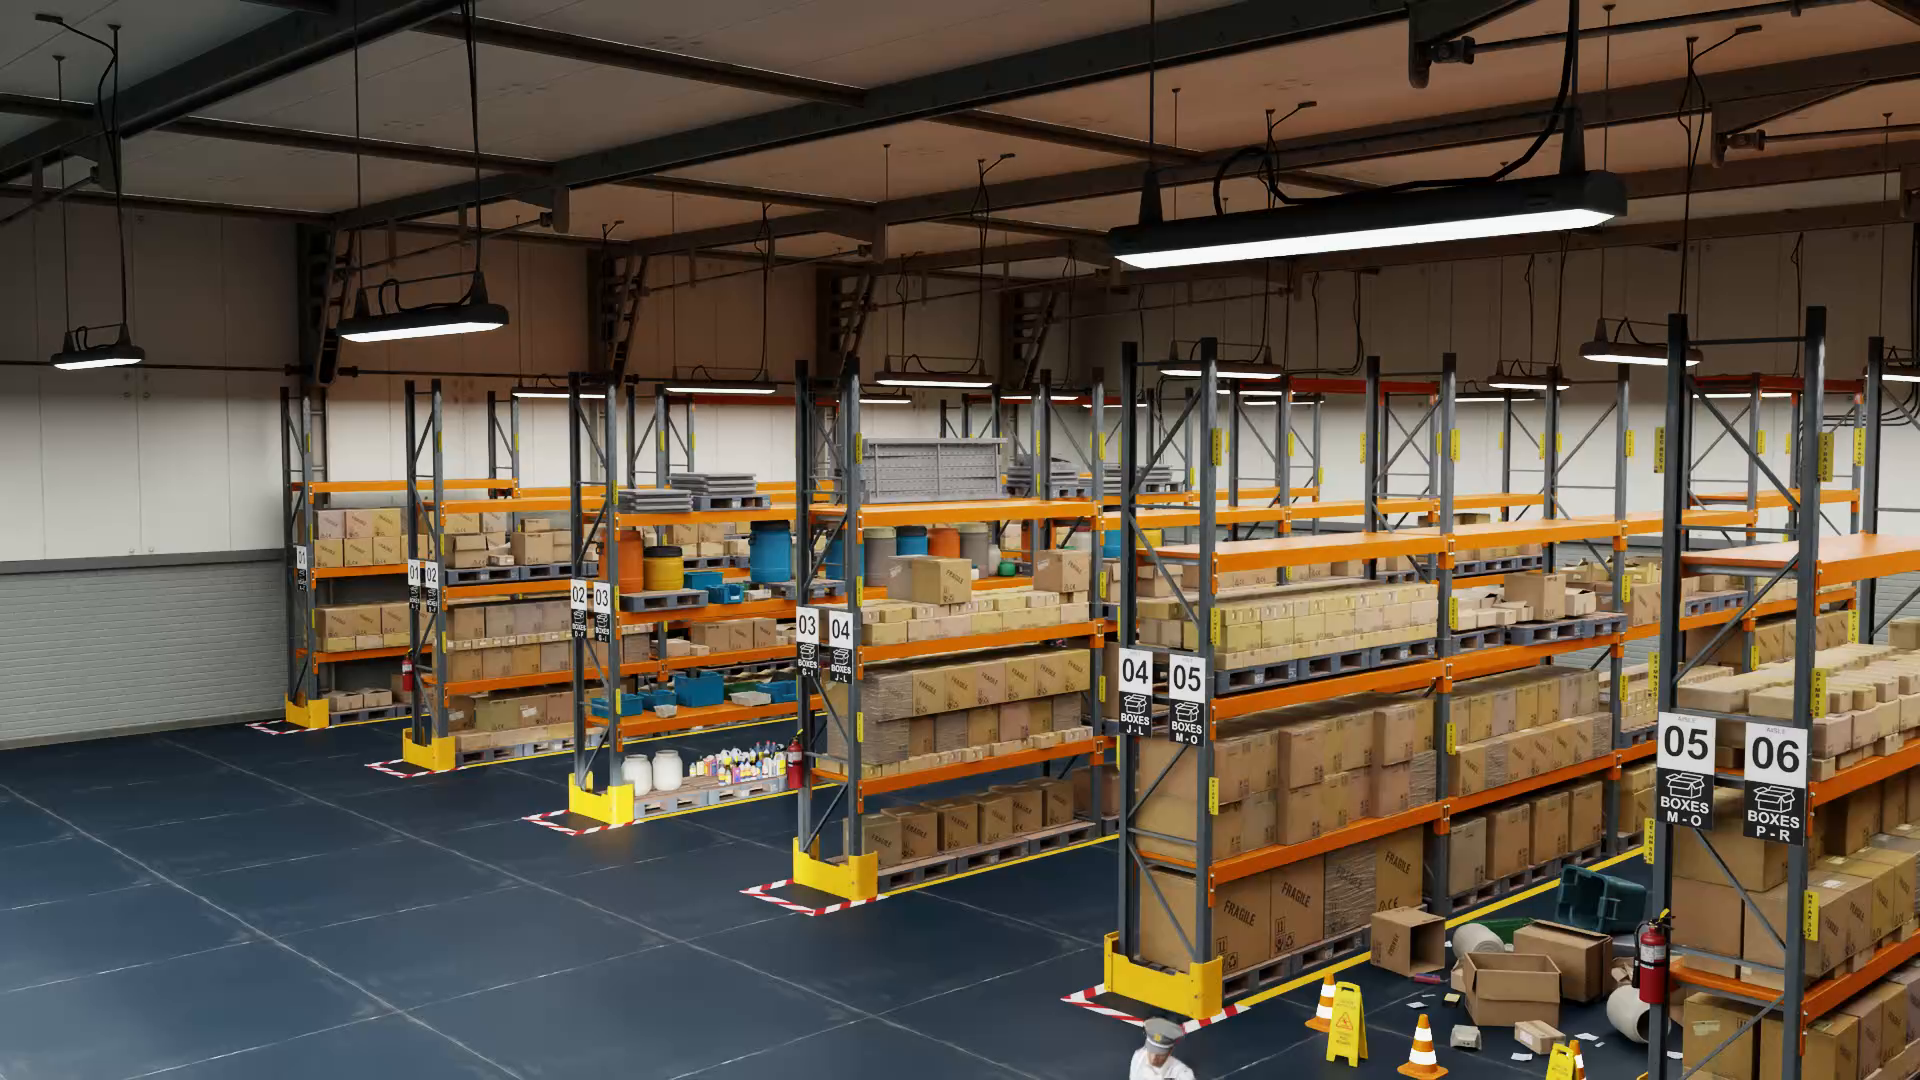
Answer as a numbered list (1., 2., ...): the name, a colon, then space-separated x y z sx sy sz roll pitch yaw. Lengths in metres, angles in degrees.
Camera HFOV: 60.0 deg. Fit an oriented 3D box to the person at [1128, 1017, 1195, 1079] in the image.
1. person: 1.237 3.704 10.351 0.739 1.584 0.625 3 5 38
